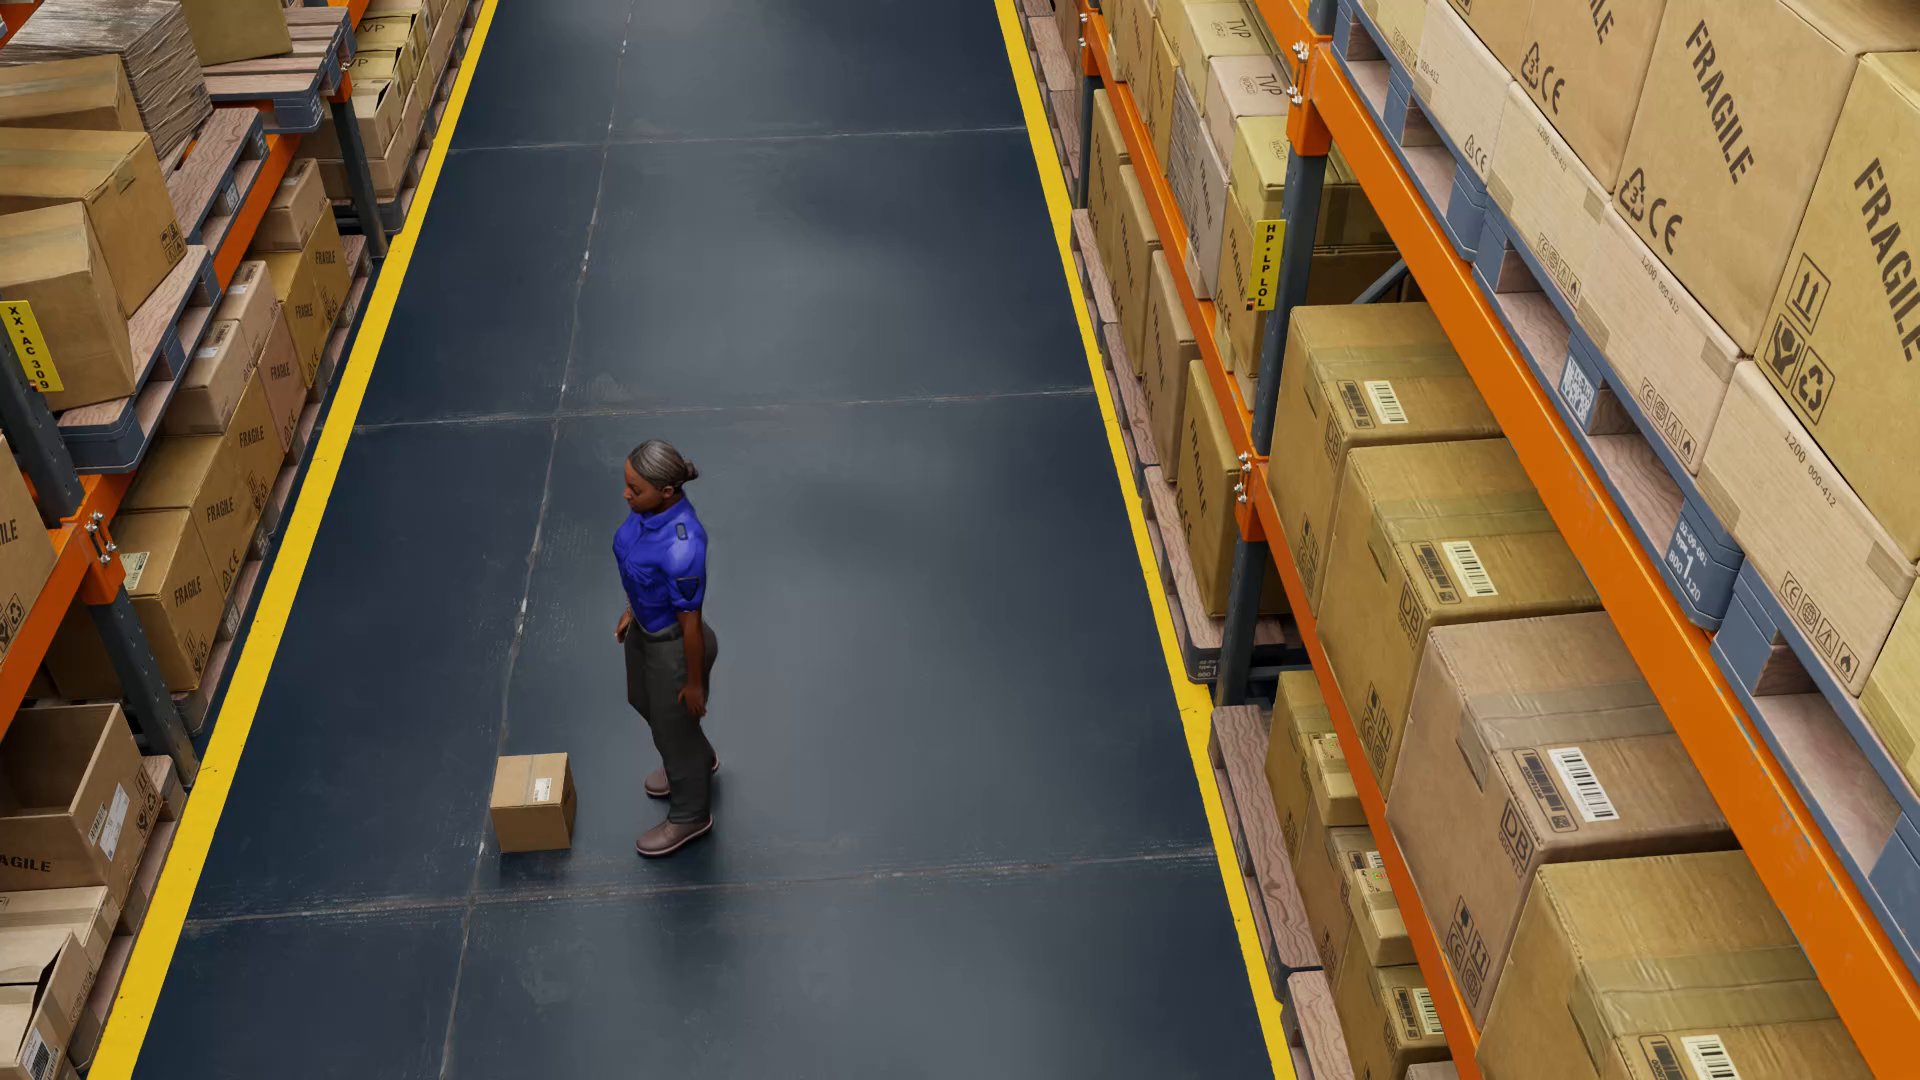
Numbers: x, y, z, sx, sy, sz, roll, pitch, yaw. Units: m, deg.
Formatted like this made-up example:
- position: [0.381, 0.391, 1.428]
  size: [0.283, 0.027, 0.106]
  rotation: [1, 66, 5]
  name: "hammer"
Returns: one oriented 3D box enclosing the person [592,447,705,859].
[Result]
- position: [-1.071, 0.382, 5.657]
  size: [0.370, 1.662, 0.464]
  rotation: [-8, 40, -10]
  name: "person"
